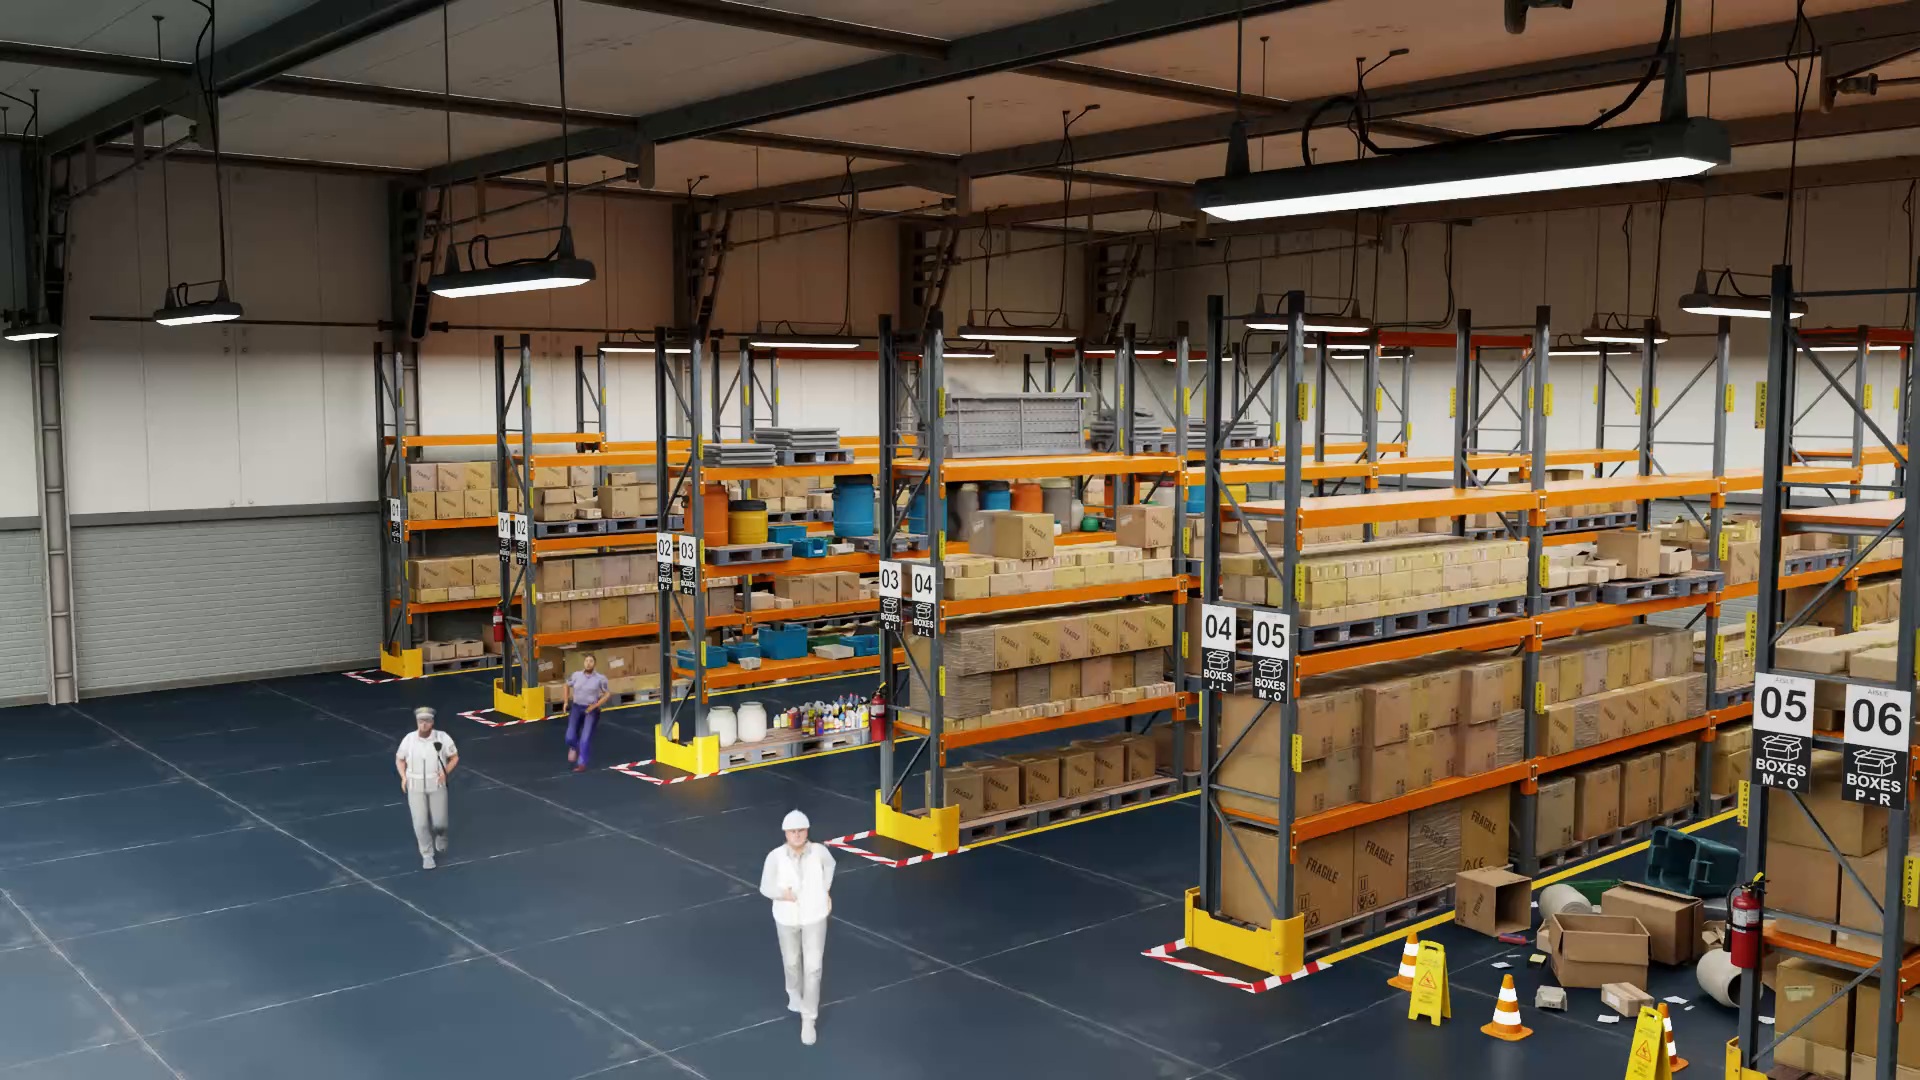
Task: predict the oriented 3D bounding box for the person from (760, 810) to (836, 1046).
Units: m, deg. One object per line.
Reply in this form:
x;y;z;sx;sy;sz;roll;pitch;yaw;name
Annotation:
-1.303;3.059;13.406;0.587;1.820;0.843;0;5;-2;person

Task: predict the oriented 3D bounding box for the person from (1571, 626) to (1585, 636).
9.213;2.098;24.955;0.503;1.627;0.691;5;7;41;person

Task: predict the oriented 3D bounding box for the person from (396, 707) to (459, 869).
-5.780;2.654;18.047;0.656;1.740;0.664;-1;5;-13;person

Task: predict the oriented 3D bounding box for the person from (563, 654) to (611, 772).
-5.055;2.336;22.497;0.656;1.580;0.521;0;5;-4;person
